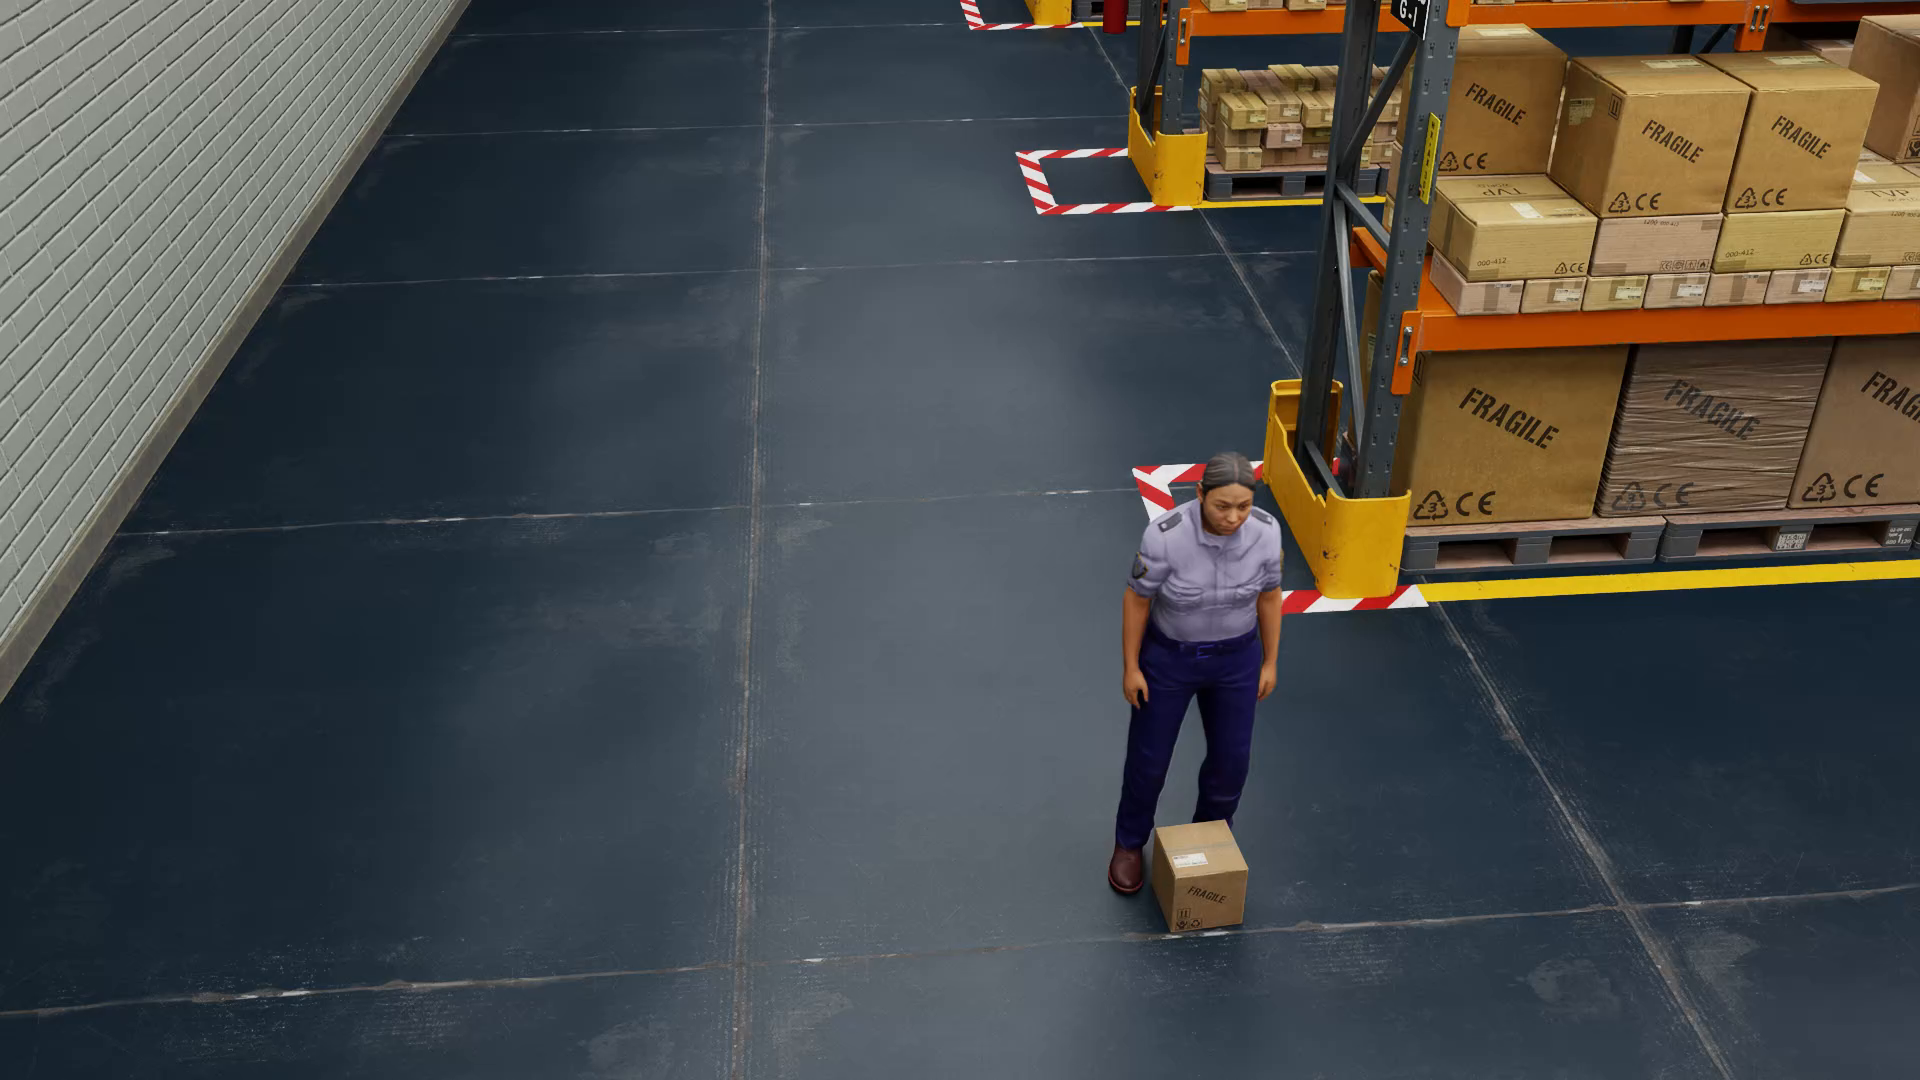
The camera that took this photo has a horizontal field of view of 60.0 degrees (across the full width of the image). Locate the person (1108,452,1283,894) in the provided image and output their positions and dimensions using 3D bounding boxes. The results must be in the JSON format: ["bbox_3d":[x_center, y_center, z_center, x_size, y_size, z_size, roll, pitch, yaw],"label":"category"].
[{"bbox_3d":[0.779,0.426,5.440,0.545,1.651,0.414,-3,31,-5],"label":"person"}]
